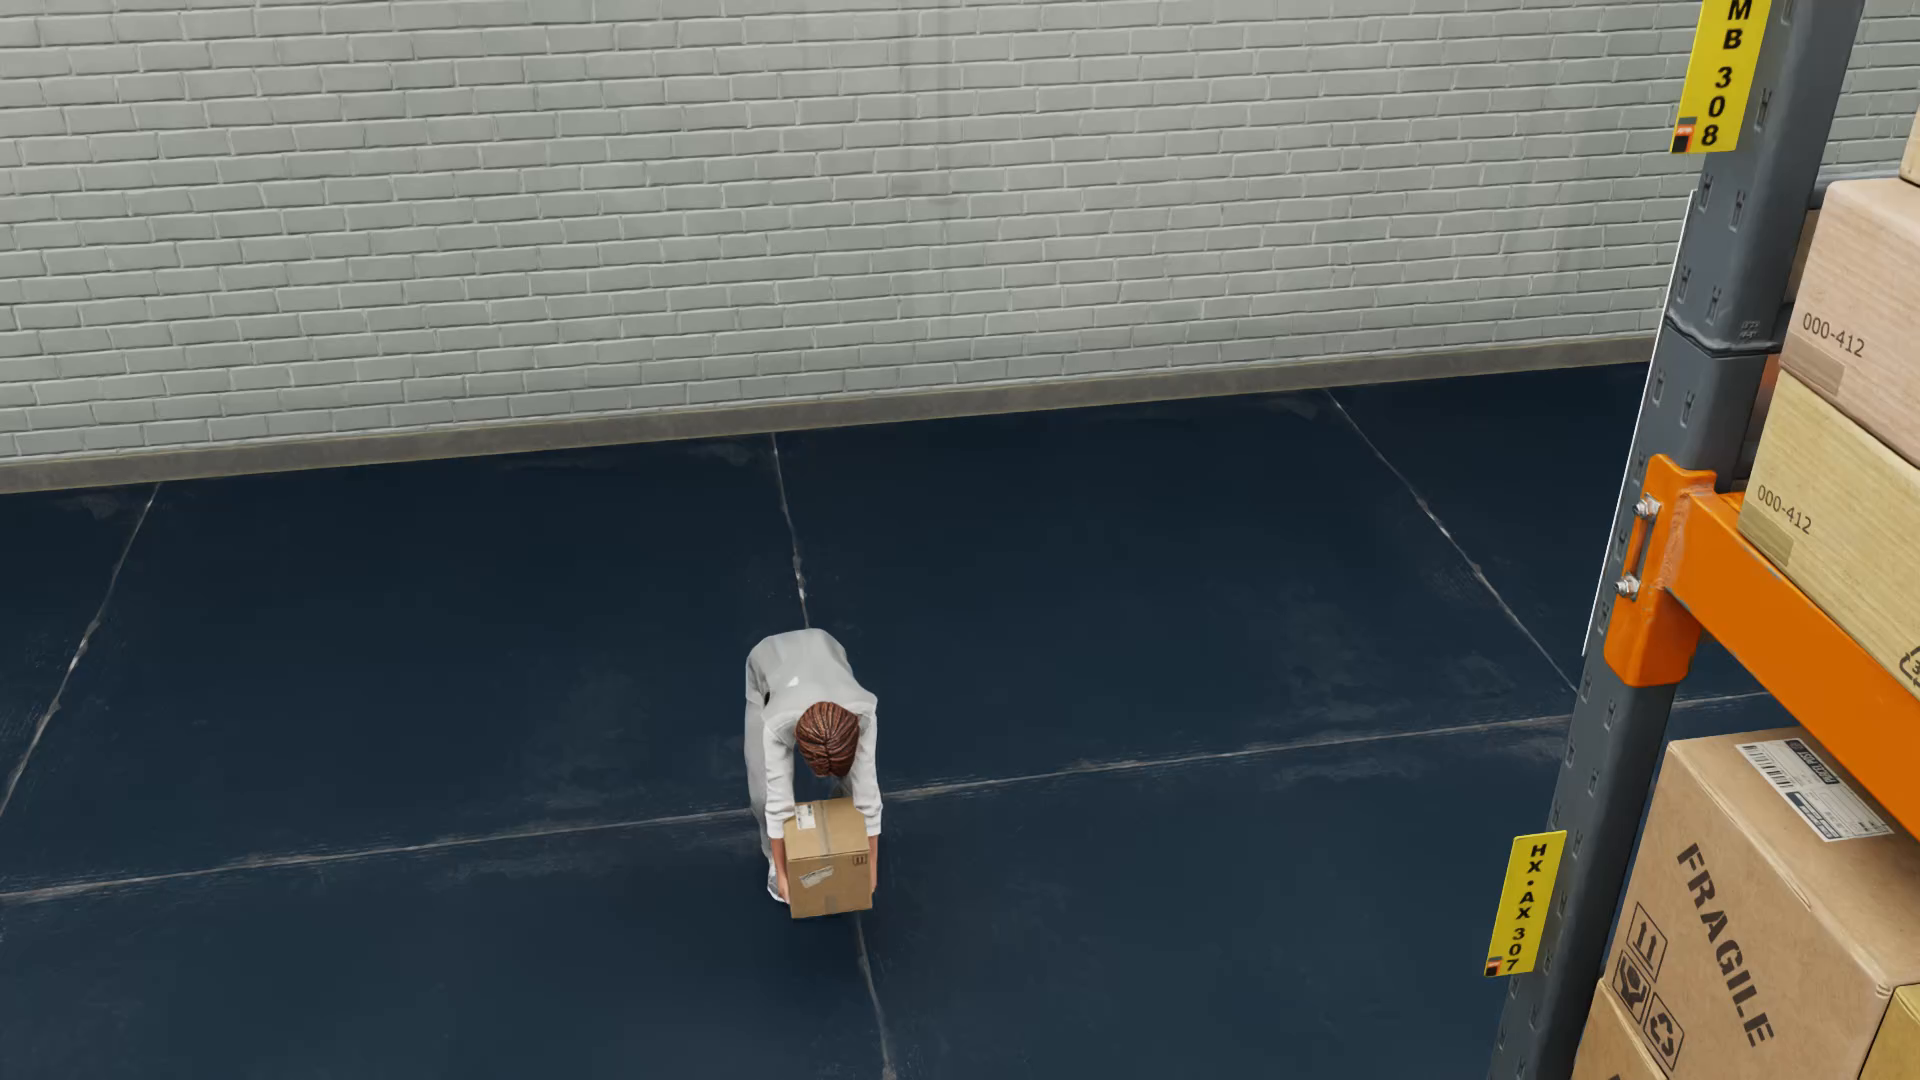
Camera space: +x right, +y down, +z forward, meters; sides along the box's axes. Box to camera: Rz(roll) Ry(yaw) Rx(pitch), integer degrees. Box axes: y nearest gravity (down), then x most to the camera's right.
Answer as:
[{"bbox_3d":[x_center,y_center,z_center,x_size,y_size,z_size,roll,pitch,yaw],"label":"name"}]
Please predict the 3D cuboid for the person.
[{"bbox_3d":[-0.468,0.792,5.352,0.411,1.059,0.853,-7,32,-11],"label":"person"}]
